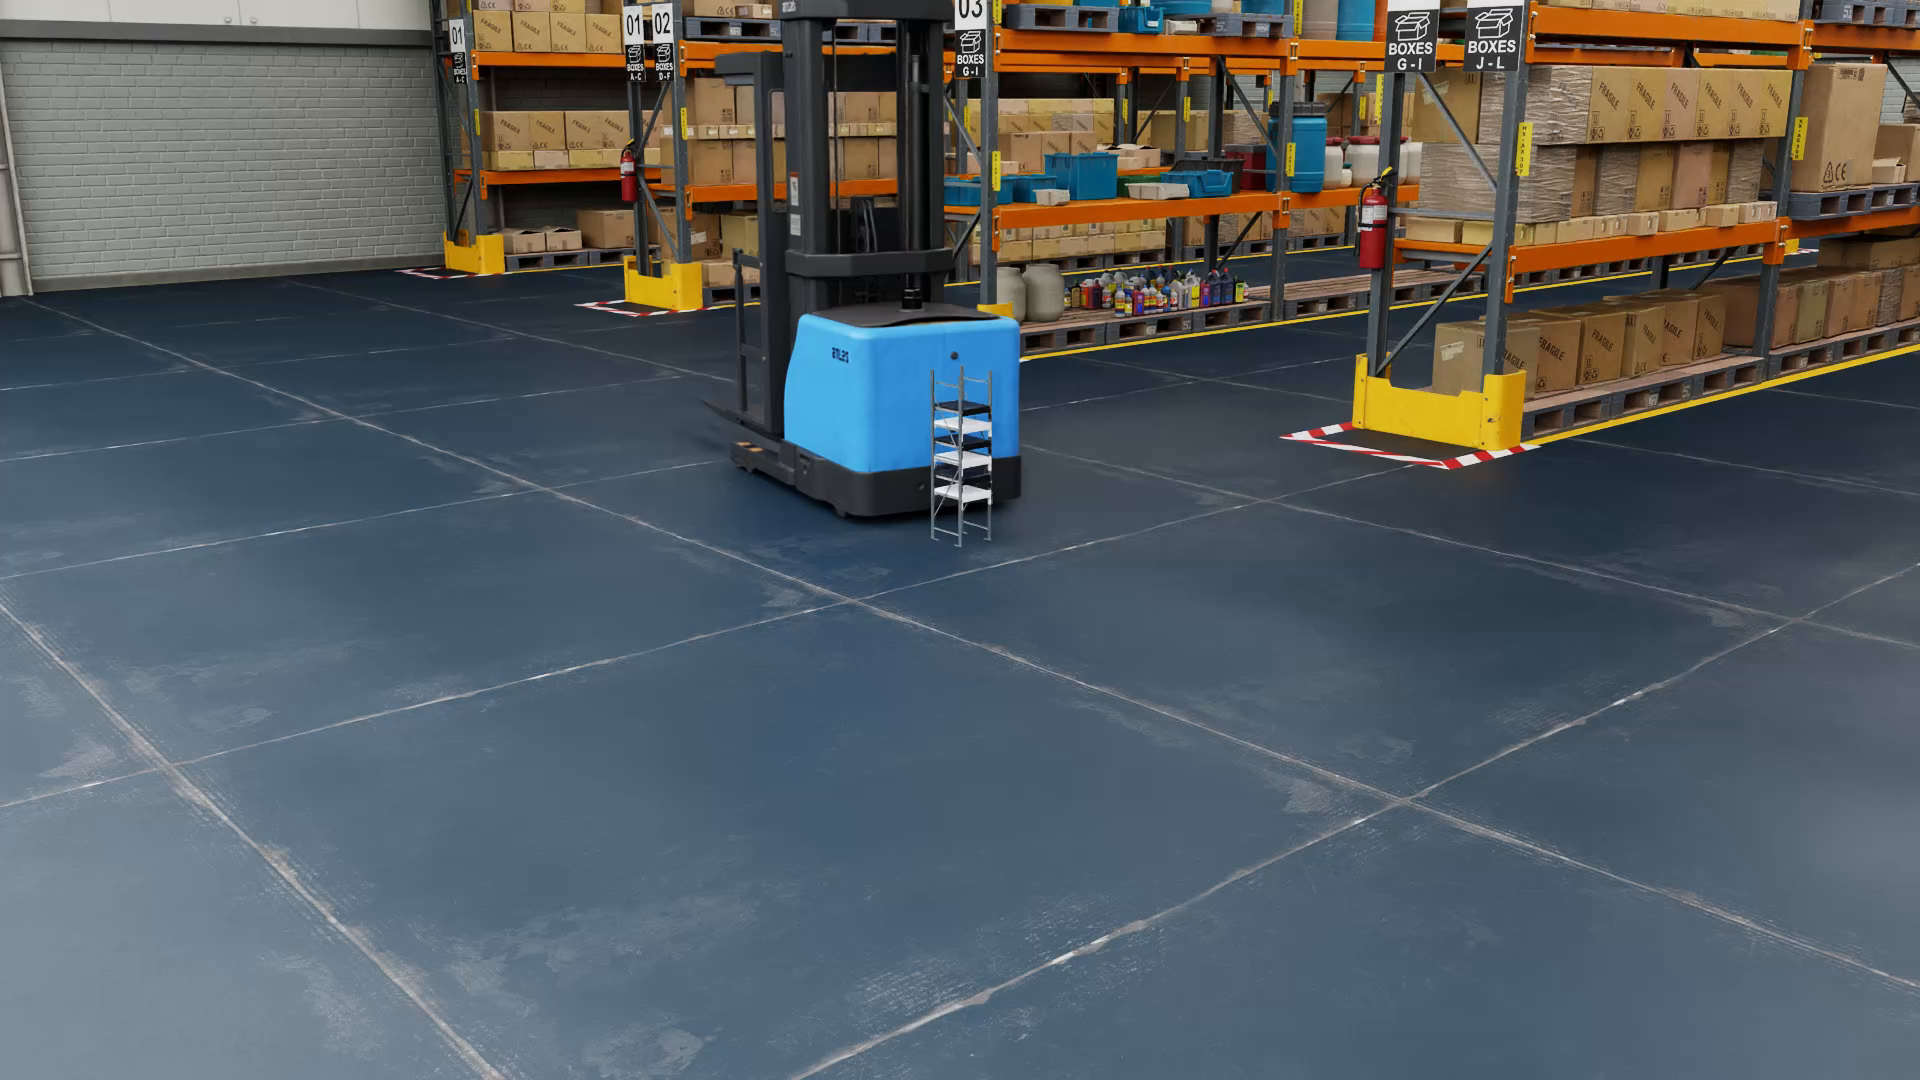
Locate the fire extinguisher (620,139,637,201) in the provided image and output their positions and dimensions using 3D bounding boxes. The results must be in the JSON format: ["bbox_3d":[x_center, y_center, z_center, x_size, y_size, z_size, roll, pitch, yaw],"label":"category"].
[{"bbox_3d":[-3.691,-4.119,18.509,0.183,0.674,0.296,-13,19,-39],"label":"fire extinguisher"}]

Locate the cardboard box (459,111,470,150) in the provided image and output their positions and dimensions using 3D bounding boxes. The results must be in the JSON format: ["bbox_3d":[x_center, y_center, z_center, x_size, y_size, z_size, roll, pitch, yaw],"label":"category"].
[{"bbox_3d":[-6.336,-5.471,22.217,0.500,0.500,0.500,-13,20,-40],"label":"cardboard box"}]

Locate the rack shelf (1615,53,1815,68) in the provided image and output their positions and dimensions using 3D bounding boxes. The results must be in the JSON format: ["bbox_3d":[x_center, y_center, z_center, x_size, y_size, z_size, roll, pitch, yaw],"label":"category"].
[{"bbox_3d":[10.513,-6.595,23.207,4.000,0.370,1.077,-13,19,-39],"label":"rack shelf"}]

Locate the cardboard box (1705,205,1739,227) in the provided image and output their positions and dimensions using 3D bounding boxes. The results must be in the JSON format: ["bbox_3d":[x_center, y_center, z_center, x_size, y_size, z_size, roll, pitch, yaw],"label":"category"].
[{"bbox_3d":[5.713,-2.484,12.725,0.250,0.149,0.380,-13,19,-39],"label":"cardboard box"}]

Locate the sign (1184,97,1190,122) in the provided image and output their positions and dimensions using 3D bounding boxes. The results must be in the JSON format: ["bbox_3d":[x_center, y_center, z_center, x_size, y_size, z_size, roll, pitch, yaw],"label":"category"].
[{"bbox_3d":[3.105,-5.893,22.757,0.005,0.325,0.100,-13,19,-39],"label":"sign"}]

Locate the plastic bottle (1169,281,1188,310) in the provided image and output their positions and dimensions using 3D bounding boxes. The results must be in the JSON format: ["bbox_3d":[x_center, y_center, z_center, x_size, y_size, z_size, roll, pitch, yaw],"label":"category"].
[{"bbox_3d":[2.159,-2.416,16.409,0.135,0.276,0.152,-12,19,-38],"label":"plastic bottle"}]

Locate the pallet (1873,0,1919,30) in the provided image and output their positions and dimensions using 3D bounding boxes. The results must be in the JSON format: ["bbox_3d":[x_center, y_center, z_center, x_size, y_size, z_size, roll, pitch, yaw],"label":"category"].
[{"bbox_3d":[7.536,-4.453,14.161,1.003,0.211,1.213,-13,19,-39],"label":"pallet"}]

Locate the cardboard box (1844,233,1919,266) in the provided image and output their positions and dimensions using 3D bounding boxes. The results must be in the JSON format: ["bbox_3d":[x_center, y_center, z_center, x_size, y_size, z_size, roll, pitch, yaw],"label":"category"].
[{"bbox_3d":[8.752,-2.760,15.809,0.500,0.250,0.500,-12,19,-37],"label":"cardboard box"}]

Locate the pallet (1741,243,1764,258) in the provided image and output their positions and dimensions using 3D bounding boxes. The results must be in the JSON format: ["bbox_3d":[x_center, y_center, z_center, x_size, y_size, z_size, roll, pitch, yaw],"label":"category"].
[{"bbox_3d":[11.374,-4.352,24.635,1.213,0.211,1.003,-13,19,-39],"label":"pallet"}]

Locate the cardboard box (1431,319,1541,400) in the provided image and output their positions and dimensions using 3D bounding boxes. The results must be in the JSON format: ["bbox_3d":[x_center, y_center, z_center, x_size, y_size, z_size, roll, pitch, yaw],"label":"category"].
[{"bbox_3d":[3.685,-1.255,11.665,0.500,0.500,0.500,-9,17,-29],"label":"cardboard box"}]

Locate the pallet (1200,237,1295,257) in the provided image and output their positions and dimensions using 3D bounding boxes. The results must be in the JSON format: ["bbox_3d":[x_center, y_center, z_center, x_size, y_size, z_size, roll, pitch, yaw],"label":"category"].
[{"bbox_3d":[4.246,-4.419,24.884,1.213,0.211,1.003,-13,19,-39],"label":"pallet"}]

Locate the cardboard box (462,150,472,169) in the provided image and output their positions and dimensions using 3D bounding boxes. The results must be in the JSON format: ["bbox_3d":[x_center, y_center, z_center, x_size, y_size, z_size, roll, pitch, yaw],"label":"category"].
[{"bbox_3d":[-6.326,-5.104,22.298,0.500,0.250,0.500,-12,19,-39],"label":"cardboard box"}]

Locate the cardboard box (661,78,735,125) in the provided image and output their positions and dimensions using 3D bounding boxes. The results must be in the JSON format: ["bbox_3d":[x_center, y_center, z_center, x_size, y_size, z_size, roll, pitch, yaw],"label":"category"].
[{"bbox_3d":[-2.897,-4.847,18.375,0.500,0.500,0.700,-13,19,-39],"label":"cardboard box"}]

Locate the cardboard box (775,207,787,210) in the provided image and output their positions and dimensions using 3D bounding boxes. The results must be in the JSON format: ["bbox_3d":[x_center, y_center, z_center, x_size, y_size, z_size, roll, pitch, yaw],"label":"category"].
[{"bbox_3d":[-1.965,-3.728,19.957,0.500,0.500,0.500,-13,19,-39],"label":"cardboard box"}]

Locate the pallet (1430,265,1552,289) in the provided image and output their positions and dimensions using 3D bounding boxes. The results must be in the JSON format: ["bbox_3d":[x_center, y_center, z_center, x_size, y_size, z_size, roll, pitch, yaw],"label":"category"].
[{"bbox_3d":[6.554,-3.271,20.587,1.213,0.211,1.003,-13,19,-39],"label":"pallet"}]

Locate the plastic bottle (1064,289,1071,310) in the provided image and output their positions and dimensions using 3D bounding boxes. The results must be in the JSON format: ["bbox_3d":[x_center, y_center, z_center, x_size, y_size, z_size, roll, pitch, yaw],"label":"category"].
[{"bbox_3d":[1.049,-2.378,16.411,0.097,0.201,0.097,0,15,0],"label":"plastic bottle"}]

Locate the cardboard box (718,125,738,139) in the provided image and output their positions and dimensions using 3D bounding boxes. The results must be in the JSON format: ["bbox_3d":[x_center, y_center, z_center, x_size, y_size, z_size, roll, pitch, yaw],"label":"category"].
[{"bbox_3d":[-2.662,-4.518,18.400,0.250,0.149,0.380,-13,20,-41],"label":"cardboard box"}]

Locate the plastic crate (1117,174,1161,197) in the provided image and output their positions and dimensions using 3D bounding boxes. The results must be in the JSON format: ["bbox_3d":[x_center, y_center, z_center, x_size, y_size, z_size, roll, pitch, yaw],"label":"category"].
[{"bbox_3d":[1.760,-3.522,16.532,0.662,0.188,0.450,-13,19,-39],"label":"plastic crate"}]

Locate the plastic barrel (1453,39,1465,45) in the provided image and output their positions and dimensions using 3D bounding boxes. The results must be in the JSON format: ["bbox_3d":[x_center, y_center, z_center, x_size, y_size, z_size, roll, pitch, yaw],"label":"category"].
[{"bbox_3d":[5.834,-5.799,19.136,0.294,0.245,0.294,0,15,0],"label":"plastic barrel"}]

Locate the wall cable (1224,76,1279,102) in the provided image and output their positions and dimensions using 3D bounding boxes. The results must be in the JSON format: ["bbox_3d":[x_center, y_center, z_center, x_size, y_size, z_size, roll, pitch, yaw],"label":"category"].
[{"bbox_3d":[5.863,-8.652,33.361,1.851,1.984,0.084,-13,19,-39],"label":"wall cable"}]

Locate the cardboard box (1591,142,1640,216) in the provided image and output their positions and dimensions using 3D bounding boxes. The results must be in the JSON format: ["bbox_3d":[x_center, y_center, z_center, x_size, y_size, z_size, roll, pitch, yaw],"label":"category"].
[{"bbox_3d":[4.340,-2.621,11.981,0.500,0.500,0.875,-13,19,-39],"label":"cardboard box"}]

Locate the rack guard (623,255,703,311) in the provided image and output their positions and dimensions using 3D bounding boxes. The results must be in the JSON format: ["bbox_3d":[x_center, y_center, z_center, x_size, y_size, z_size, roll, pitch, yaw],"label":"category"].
[{"bbox_3d":[-3.315,-2.875,18.543,0.348,0.500,1.175,-13,19,-39],"label":"rack guard"}]

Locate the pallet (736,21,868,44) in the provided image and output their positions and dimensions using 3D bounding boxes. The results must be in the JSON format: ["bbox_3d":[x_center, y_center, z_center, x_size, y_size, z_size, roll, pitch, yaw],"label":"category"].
[{"bbox_3d":[-1.826,-5.815,19.067,1.213,0.211,1.003,-13,19,-39],"label":"pallet"}]

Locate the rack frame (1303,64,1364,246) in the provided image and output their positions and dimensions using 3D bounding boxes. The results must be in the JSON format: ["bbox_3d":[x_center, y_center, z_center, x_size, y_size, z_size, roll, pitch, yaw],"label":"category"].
[{"bbox_3d":[5.755,-6.119,25.846,0.127,3.000,1.000,-13,19,-39],"label":"rack frame"}]

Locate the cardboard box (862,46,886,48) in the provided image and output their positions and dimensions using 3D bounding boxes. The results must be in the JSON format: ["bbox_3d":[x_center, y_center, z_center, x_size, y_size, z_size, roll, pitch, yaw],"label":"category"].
[{"bbox_3d":[-1.555,-7.712,25.759,0.637,0.503,0.797,-9,18,-32],"label":"cardboard box"}]

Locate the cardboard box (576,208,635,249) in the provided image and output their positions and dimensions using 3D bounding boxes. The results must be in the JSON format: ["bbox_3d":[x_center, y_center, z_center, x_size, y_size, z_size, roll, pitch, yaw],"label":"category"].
[{"bbox_3d":[-4.954,-4.366,23.273,0.500,0.500,0.700,-14,21,-43],"label":"cardboard box"}]

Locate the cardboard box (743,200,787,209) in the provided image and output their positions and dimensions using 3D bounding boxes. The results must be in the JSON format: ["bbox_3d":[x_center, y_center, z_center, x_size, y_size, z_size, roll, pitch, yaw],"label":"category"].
[{"bbox_3d":[-2.990,-4.860,25.125,0.500,0.500,0.700,-12,19,-38],"label":"cardboard box"}]

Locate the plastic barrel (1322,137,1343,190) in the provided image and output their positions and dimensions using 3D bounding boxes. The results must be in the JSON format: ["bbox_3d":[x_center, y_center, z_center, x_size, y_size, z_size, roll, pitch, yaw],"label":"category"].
[{"bbox_3d":[3.835,-3.984,17.589,0.433,0.535,0.433,0,15,0],"label":"plastic barrel"}]

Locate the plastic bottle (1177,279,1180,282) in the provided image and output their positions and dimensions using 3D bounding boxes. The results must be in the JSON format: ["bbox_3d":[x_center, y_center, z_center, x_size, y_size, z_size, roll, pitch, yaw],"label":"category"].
[{"bbox_3d":[2.197,-2.462,16.567,0.133,0.283,0.061,-13,19,-39],"label":"plastic bottle"}]

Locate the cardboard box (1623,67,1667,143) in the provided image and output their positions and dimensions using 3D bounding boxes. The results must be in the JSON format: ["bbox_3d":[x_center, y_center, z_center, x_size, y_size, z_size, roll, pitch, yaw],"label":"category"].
[{"bbox_3d":[4.555,-3.041,11.613,0.500,0.500,0.500,-13,19,-39],"label":"cardboard box"}]

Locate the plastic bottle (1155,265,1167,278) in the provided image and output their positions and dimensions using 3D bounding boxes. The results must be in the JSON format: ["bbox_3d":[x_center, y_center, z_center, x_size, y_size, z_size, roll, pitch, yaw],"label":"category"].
[{"bbox_3d":[2.088,-2.676,17.235,0.185,0.351,0.144,-12,19,-38],"label":"plastic bottle"}]

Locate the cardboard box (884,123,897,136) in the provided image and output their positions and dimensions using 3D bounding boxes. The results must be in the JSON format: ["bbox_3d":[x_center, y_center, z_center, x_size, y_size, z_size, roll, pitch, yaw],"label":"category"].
[{"bbox_3d":[-0.925,-4.907,19.856,0.250,0.149,0.380,-13,20,-39],"label":"cardboard box"}]

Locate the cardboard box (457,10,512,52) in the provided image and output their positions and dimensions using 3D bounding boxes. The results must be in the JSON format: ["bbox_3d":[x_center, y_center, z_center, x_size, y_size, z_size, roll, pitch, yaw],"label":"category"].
[{"bbox_3d":[-6.135,-6.565,21.471,0.500,0.500,0.500,-12,19,-38],"label":"cardboard box"}]

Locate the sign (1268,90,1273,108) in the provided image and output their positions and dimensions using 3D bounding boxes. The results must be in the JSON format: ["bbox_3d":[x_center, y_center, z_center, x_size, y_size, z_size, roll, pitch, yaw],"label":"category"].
[{"bbox_3d":[5.864,-8.326,31.406,0.005,0.325,0.100,-13,19,-39],"label":"sign"}]

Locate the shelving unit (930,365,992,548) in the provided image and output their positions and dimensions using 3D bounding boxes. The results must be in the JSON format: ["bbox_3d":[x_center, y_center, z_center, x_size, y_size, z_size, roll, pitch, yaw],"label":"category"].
[{"bbox_3d":[0.006,-0.436,8.639,0.210,0.900,0.258,-13,20,-39],"label":"shelving unit"}]

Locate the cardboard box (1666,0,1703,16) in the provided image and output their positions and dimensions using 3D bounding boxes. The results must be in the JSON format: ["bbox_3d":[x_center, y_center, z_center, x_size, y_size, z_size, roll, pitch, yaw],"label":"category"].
[{"bbox_3d":[4.887,-3.826,11.739,0.500,0.250,0.500,-12,19,-38],"label":"cardboard box"}]

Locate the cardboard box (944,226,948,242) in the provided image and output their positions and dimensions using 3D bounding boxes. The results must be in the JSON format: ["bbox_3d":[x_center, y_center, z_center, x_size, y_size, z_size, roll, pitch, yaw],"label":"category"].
[{"bbox_3d":[-0.162,-4.034,21.466,0.500,0.311,0.500,-13,19,-39],"label":"cardboard box"}]

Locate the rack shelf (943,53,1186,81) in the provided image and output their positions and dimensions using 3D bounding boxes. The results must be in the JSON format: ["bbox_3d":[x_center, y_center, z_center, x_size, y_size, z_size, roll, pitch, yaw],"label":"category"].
[{"bbox_3d":[1.229,-6.204,21.746,4.000,0.370,1.077,-13,19,-39],"label":"rack shelf"}]

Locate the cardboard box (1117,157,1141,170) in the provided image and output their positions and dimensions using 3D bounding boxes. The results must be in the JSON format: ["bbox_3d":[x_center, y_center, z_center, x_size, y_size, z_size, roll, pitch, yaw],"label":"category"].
[{"bbox_3d":[2.241,-5.114,22.570,0.250,0.149,0.380,-13,19,-39],"label":"cardboard box"}]

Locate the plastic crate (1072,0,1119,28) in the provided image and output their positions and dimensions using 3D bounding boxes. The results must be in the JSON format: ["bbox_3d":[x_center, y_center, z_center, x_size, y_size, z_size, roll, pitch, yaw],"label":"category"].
[{"bbox_3d":[1.192,-4.944,15.667,0.575,0.384,0.392,-13,19,-39],"label":"plastic crate"}]

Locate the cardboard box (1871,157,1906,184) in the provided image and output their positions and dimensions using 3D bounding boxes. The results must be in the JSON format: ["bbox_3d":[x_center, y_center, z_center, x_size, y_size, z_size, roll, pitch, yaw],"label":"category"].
[{"bbox_3d":[8.157,-3.315,14.795,0.258,0.266,0.396,-13,20,-41],"label":"cardboard box"}]

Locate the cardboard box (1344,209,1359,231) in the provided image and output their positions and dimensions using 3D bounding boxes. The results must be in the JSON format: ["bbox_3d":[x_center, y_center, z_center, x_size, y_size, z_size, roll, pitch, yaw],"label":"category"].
[{"bbox_3d":[6.214,-5.062,26.245,0.500,0.311,0.500,-13,19,-39],"label":"cardboard box"}]

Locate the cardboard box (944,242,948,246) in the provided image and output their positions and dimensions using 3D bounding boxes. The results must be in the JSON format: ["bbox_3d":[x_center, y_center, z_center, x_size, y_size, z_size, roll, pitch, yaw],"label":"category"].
[{"bbox_3d":[-0.157,-3.765,21.547,0.500,0.250,0.500,-13,20,-40],"label":"cardboard box"}]

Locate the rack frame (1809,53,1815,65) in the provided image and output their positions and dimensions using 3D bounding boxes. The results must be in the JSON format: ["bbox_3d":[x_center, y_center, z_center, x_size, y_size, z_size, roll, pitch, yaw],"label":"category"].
[{"bbox_3d":[12.022,-5.832,24.770,0.127,3.000,1.000,-13,19,-39],"label":"rack frame"}]

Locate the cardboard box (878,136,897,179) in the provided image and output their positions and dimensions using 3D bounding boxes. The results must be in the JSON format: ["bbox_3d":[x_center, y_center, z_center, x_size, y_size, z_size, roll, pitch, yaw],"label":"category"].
[{"bbox_3d":[-1.004,-4.645,20.134,0.500,0.500,0.700,-13,20,-40],"label":"cardboard box"}]

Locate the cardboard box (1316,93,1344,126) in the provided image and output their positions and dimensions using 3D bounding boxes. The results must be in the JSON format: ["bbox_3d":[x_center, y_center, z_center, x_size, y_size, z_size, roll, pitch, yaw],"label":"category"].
[{"bbox_3d":[5.967,-6.787,26.213,0.500,0.500,0.500,-13,19,-39],"label":"cardboard box"}]

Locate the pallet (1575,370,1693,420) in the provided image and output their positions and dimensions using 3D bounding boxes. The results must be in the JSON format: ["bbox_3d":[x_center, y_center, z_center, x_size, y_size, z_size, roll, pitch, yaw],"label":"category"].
[{"bbox_3d":[4.816,-1.159,12.680,1.213,0.211,1.003,-13,19,-39],"label":"pallet"}]

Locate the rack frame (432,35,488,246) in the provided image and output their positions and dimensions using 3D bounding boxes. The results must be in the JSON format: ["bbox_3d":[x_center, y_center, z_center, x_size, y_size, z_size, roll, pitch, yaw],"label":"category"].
[{"bbox_3d":[-6.552,-5.050,21.843,0.127,3.000,1.000,-13,19,-39],"label":"rack frame"}]

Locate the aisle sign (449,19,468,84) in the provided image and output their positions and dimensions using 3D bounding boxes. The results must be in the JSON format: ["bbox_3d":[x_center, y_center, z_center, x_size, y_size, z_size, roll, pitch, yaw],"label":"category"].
[{"bbox_3d":[-6.409,-6.235,21.244,0.004,0.787,0.394,-13,19,-39],"label":"aisle sign"}]

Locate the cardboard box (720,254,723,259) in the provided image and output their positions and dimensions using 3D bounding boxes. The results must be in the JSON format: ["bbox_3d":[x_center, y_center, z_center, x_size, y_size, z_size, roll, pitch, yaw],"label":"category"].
[{"bbox_3d":[-2.717,-3.196,19.417,0.500,0.250,0.500,-13,19,-39],"label":"cardboard box"}]

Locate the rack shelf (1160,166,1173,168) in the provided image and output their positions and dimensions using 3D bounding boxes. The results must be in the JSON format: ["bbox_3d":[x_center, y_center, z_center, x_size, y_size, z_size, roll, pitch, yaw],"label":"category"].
[{"bbox_3d":[4.247,-5.433,24.670,4.000,0.370,1.077,-13,19,-39],"label":"rack shelf"}]

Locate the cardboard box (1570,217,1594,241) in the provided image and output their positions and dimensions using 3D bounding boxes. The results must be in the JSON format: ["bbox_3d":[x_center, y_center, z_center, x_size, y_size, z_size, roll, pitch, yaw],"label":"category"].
[{"bbox_3d":[4.149,-2.162,11.518,0.250,0.149,0.380,-13,19,-39],"label":"cardboard box"}]

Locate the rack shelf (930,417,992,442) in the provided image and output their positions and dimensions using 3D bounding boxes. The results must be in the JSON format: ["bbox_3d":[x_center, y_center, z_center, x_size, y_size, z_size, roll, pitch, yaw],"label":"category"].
[{"bbox_3d":[0.006,-0.578,8.601,0.200,0.077,0.258,-13,20,-39],"label":"rack shelf"}]

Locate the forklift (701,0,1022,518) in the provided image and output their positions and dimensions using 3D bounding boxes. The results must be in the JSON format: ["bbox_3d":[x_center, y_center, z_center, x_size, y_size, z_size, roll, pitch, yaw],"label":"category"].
[{"bbox_3d":[-0.789,-1.871,10.076,1.130,2.935,3.031,-8,17,-27],"label":"forklift"}]

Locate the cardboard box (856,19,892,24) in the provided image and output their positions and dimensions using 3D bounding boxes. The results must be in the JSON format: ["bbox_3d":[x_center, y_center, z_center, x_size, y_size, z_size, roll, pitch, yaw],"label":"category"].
[{"bbox_3d":[-1.010,-6.105,19.381,0.250,0.149,0.380,-13,19,-39],"label":"cardboard box"}]

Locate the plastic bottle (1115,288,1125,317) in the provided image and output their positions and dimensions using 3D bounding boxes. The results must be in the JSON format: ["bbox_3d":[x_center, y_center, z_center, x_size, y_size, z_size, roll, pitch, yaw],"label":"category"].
[{"bbox_3d":[1.524,-2.262,15.841,0.097,0.271,0.097,0,15,0],"label":"plastic bottle"}]

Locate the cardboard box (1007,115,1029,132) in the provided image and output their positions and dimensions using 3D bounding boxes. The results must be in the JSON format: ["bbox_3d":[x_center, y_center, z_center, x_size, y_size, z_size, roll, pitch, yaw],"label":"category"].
[{"bbox_3d":[0.794,-6.810,27.624,0.500,0.500,0.500,-13,20,-40],"label":"cardboard box"}]
